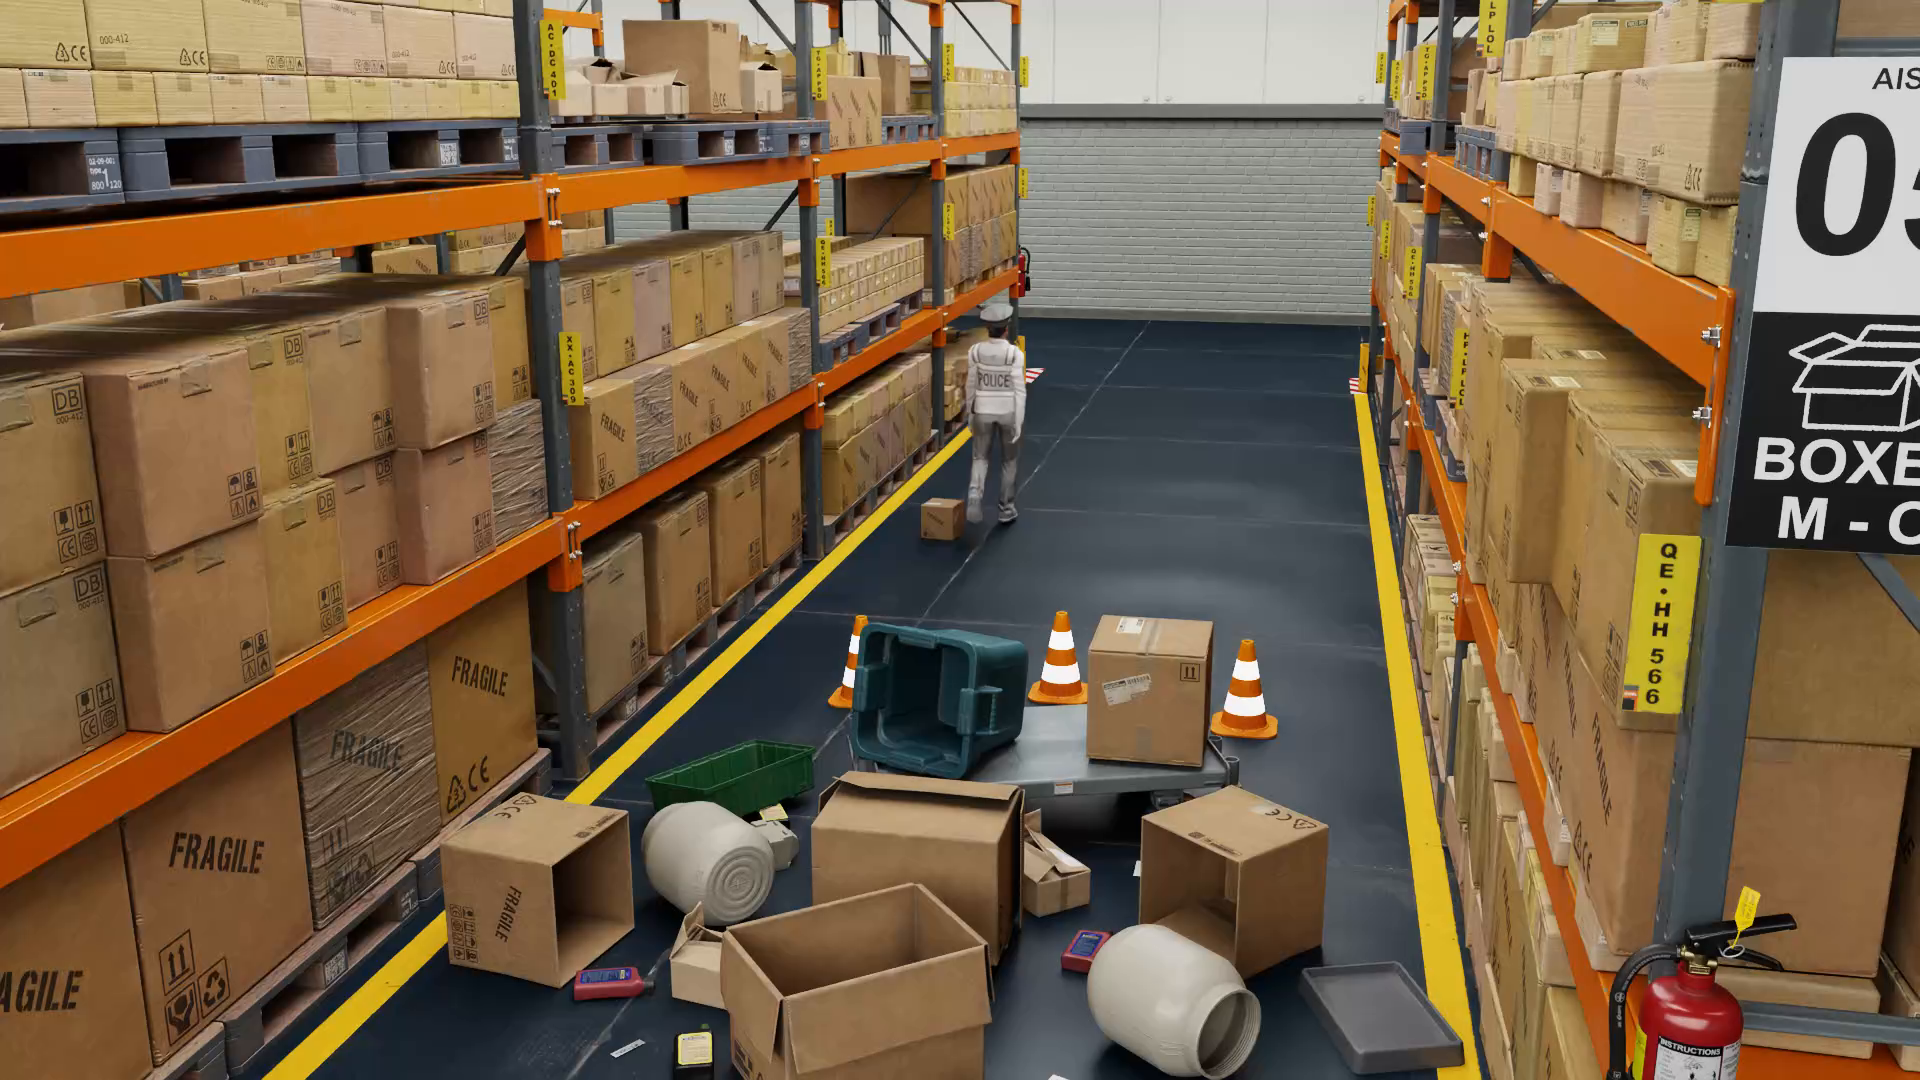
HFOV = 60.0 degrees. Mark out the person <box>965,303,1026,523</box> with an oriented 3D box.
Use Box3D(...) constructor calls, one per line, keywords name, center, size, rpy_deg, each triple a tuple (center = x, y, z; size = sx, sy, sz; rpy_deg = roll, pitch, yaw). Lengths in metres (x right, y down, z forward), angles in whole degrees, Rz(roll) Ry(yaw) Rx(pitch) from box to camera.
Box3D(name="person", center=(0.259, -0.919, 12.365), size=(0.488, 1.663, 0.705), rpy_deg=(3, 15, 12))
